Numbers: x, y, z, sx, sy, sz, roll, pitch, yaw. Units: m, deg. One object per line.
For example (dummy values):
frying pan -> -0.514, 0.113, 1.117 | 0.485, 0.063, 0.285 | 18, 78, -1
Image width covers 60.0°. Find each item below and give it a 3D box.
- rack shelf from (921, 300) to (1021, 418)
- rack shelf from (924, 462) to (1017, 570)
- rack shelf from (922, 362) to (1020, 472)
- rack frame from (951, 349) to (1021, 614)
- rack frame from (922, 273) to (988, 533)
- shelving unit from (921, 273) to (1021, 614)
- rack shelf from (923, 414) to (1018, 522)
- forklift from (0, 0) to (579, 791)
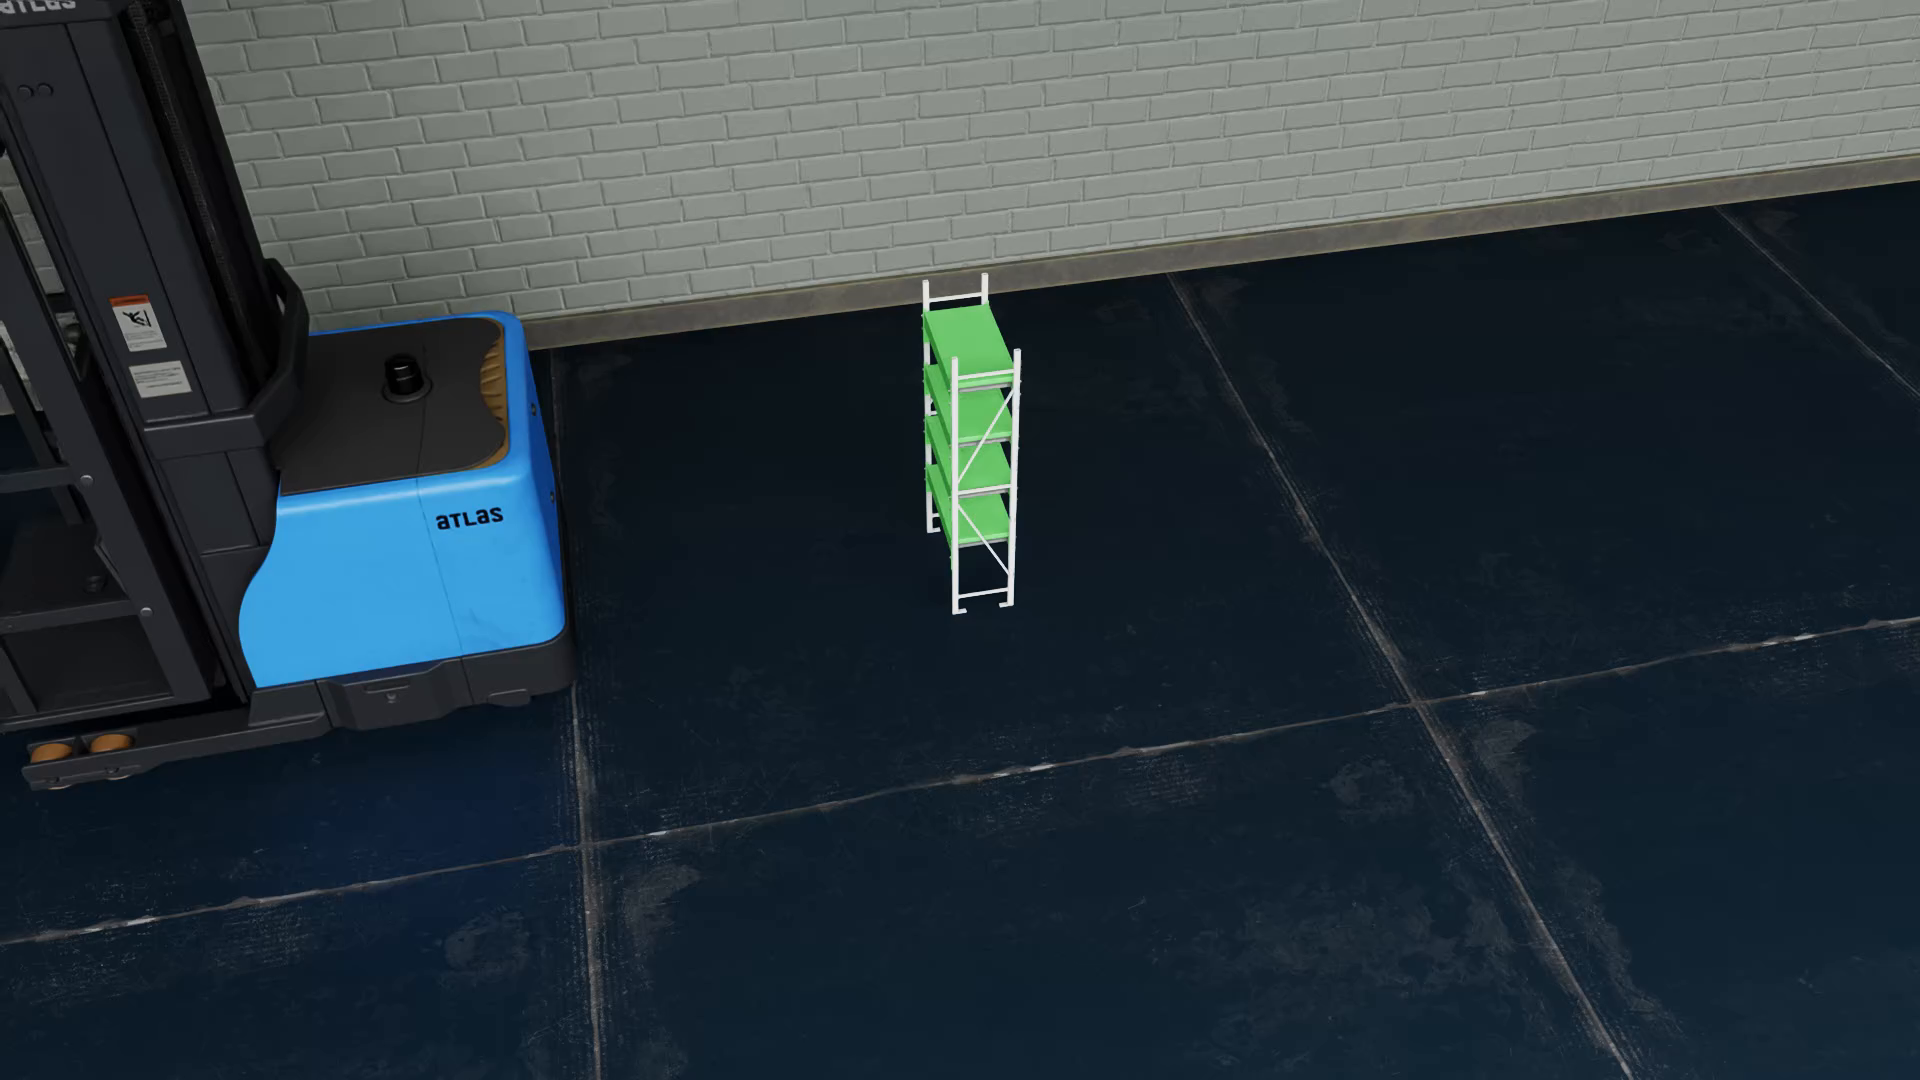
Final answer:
rack shelf -> 0.036, -0.653, 5.955 | 0.258, 0.148, 0.480 | -8, 42, -9
rack shelf -> 0.036, -0.114, 6.433 | 0.258, 0.148, 0.480 | -8, 42, -9
rack shelf -> 0.036, -0.473, 6.114 | 0.258, 0.148, 0.480 | -8, 42, -9
rack frame -> 0.088, -0.183, 6.053 | 0.240, 1.200, 0.015 | -8, 42, -9
rack frame -> -0.017, -0.500, 6.409 | 0.240, 1.200, 0.015 | -8, 42, -9
shelving unit -> 0.036, -0.341, 6.231 | 0.258, 1.200, 0.503 | -8, 42, -9
rack shelf -> 0.036, -0.294, 6.273 | 0.258, 0.148, 0.480 | -8, 42, -9
forklift -> -2.970, -0.617, 5.238 | 3.031, 2.935, 1.130 | -9, 42, -10
